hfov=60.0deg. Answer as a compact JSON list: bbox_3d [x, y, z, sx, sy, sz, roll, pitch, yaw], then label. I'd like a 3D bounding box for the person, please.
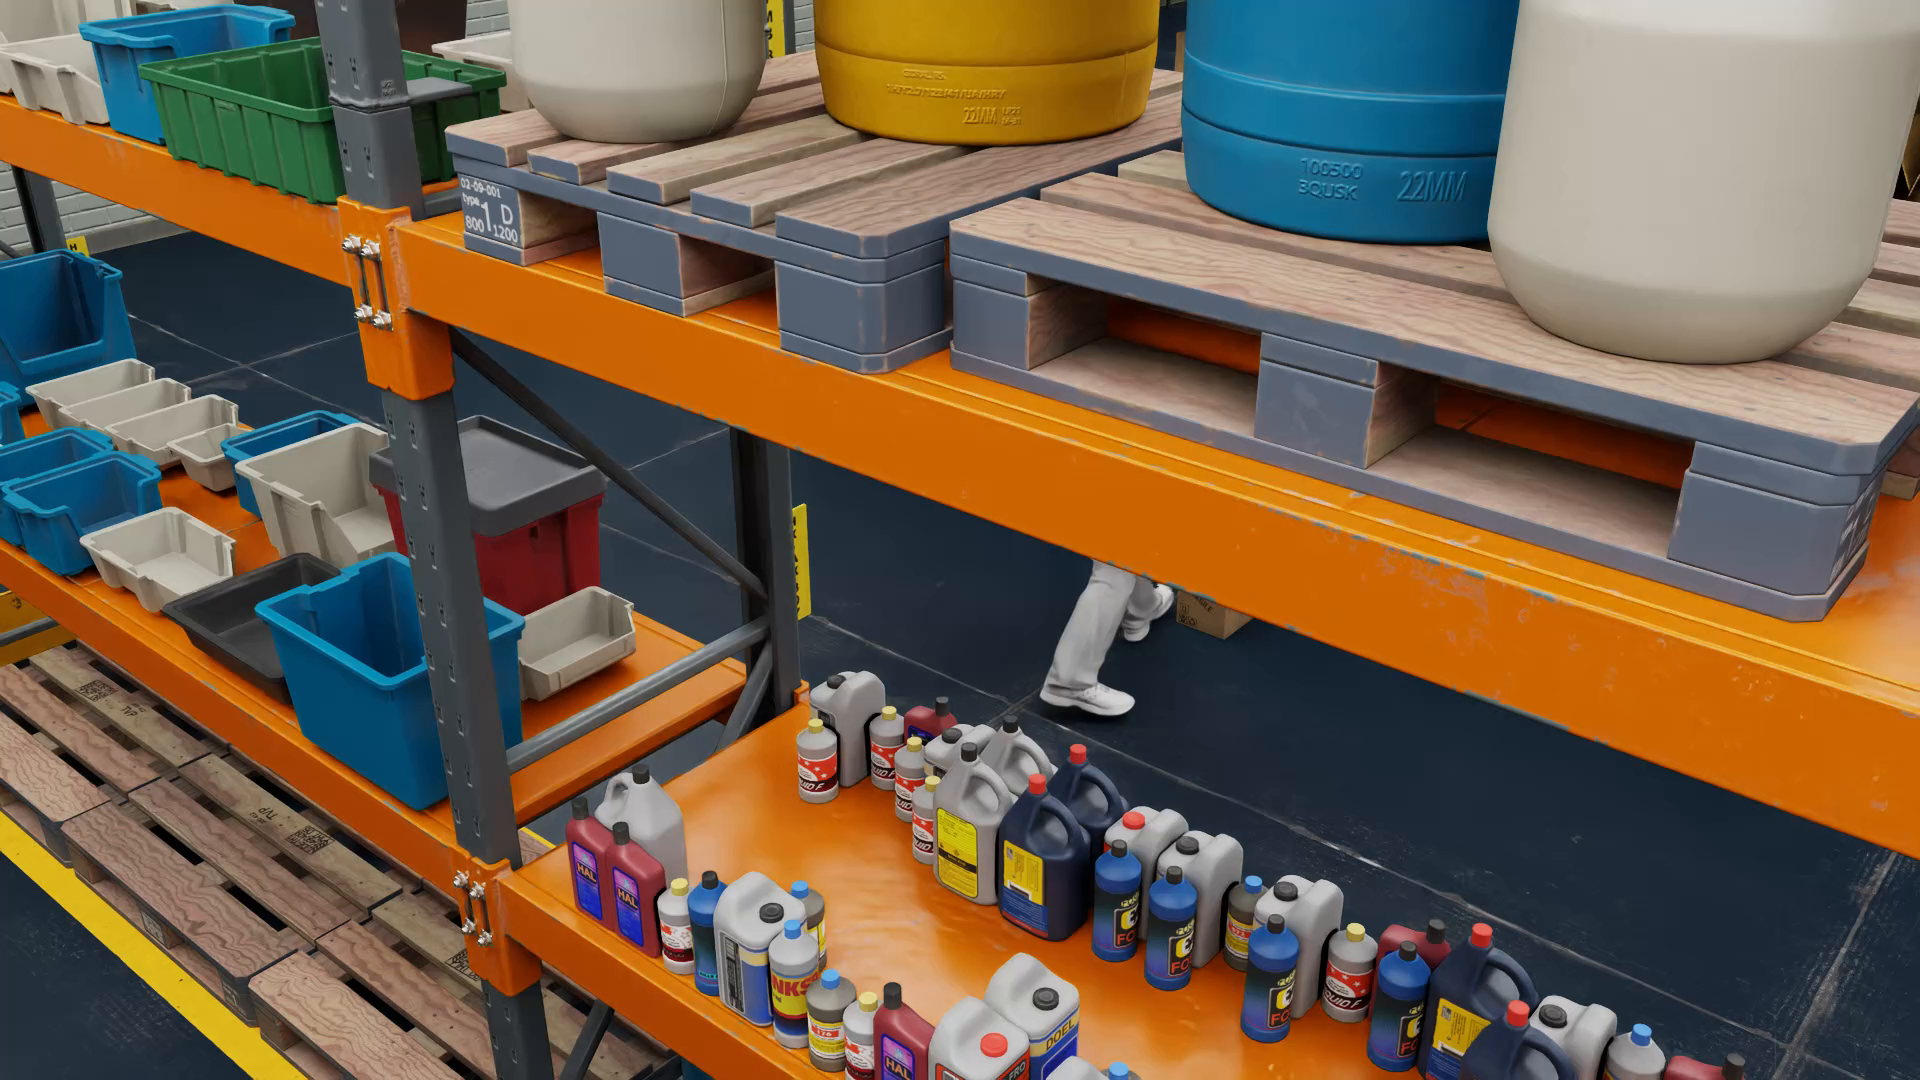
[{"bbox_3d":[0.683,-0.232,6.597,0.998,1.744,0.697,-16,31,-28],"label":"person"}]
